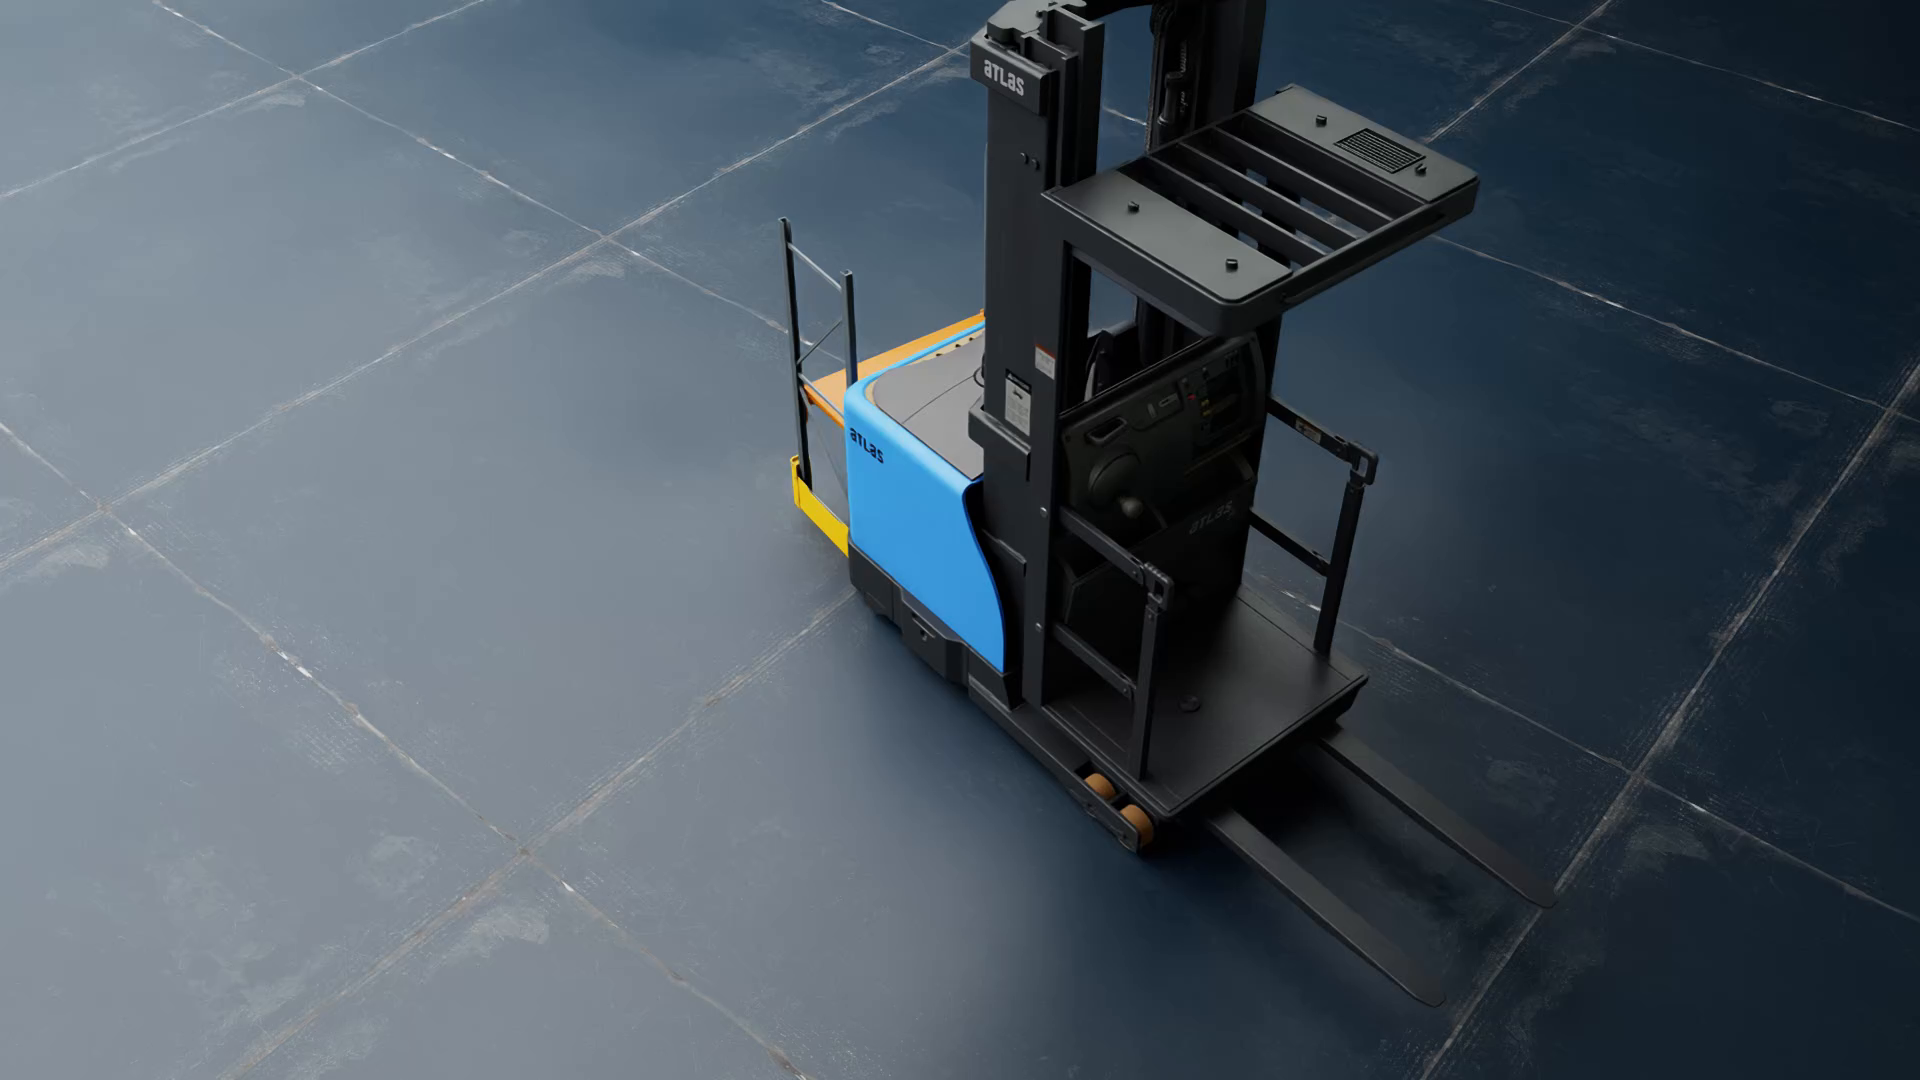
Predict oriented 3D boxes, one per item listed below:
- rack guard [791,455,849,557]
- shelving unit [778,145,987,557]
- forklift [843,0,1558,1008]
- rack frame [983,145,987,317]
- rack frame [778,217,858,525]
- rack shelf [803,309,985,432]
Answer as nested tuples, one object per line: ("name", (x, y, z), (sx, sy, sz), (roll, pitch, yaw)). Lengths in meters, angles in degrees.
("rack guard", (-0.564, -0.127, 7.386), (0.087, 0.250, 0.587), (-26, 48, -25))
("shelving unit", (-0.158, -0.784, 7.180), (1.083, 1.500, 0.587), (-26, 48, -25))
("forklift", (0.848, -0.323, 5.608), (1.130, 2.935, 3.031), (-29, 50, -28))
("rack frame", (0.264, -0.986, 7.401), (0.032, 1.500, 0.500), (-26, 48, -25))
("rack frame", (-0.565, -0.589, 6.965), (0.032, 1.500, 0.500), (-26, 48, -25))
("rack shelf", (-0.151, -0.654, 7.304), (1.000, 0.185, 0.538), (-26, 48, -25))
